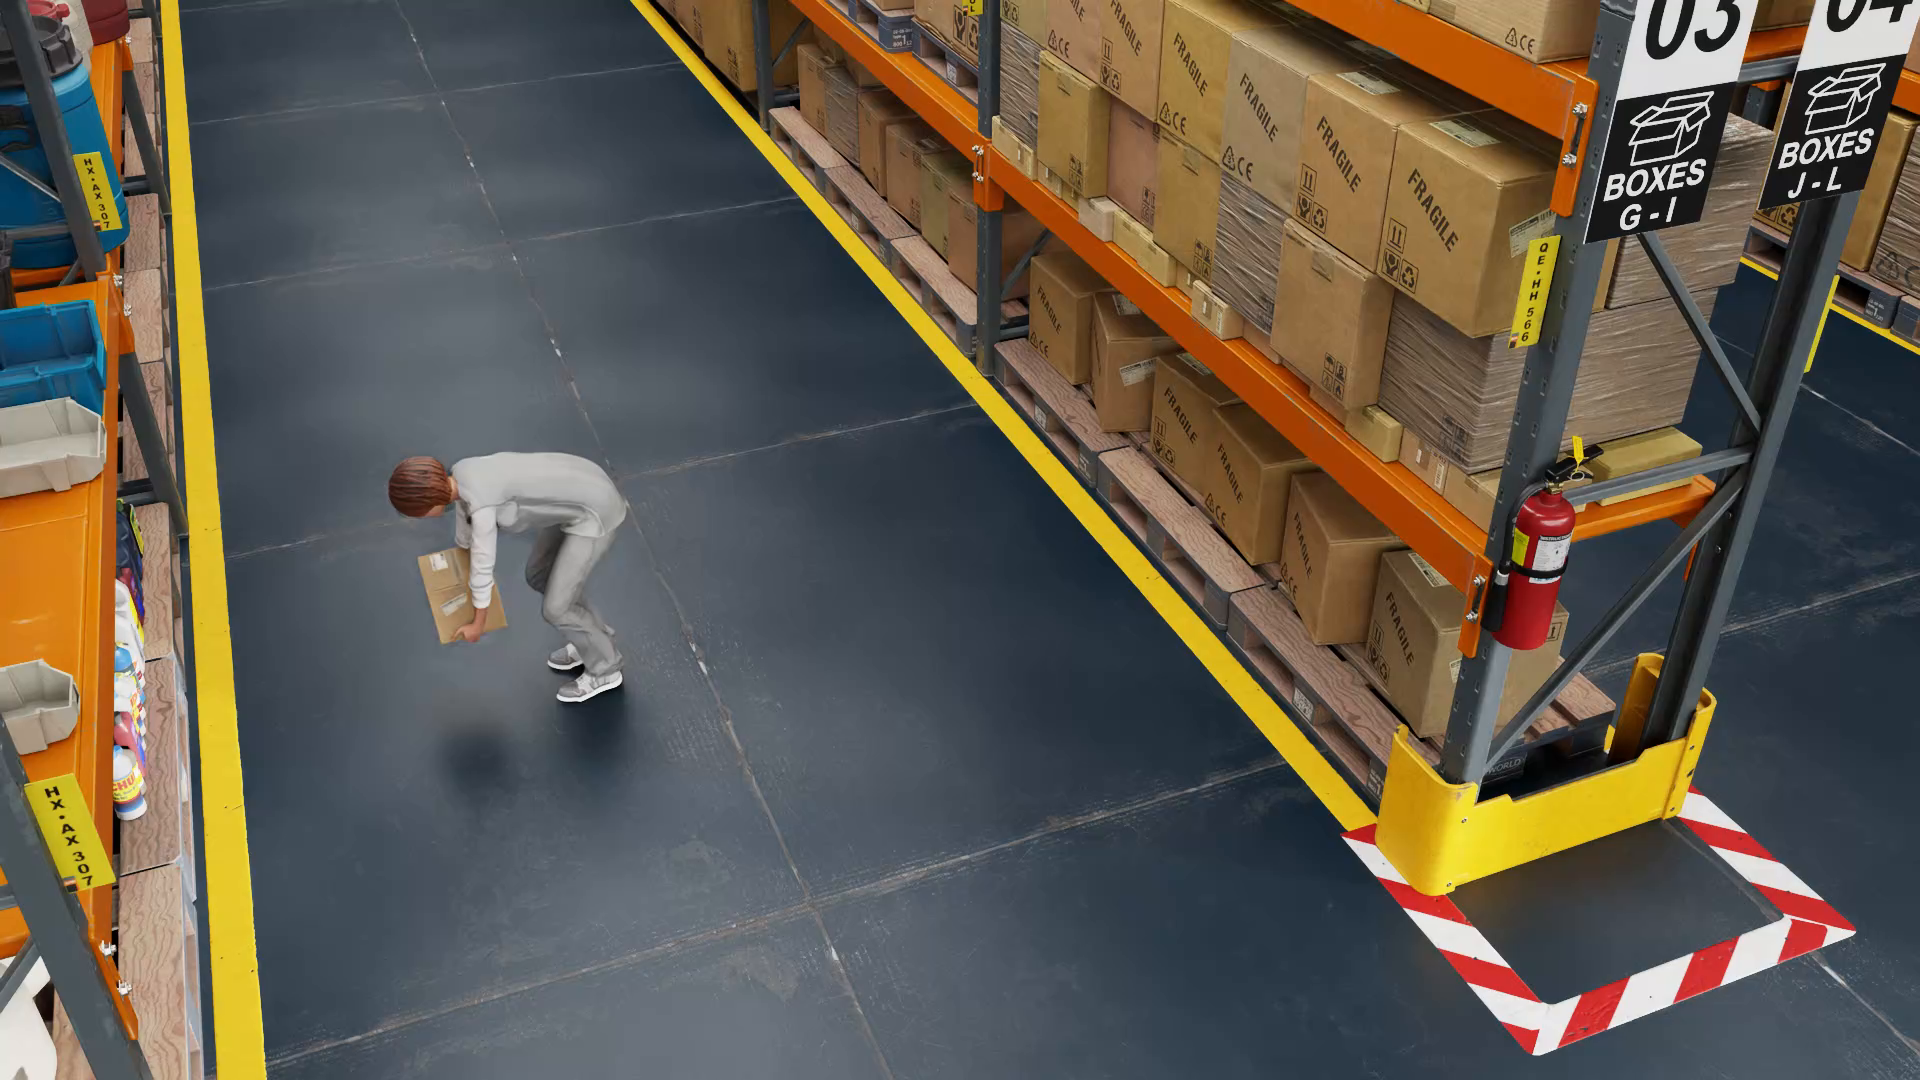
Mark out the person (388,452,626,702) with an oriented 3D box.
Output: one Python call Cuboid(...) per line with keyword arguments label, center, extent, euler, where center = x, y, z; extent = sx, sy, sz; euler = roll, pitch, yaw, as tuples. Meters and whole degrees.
Cuboid(label="person", center=(-1.679, 0.120, 6.385), extent=(0.837, 1.138, 0.398), euler=(-15, 37, -20))
